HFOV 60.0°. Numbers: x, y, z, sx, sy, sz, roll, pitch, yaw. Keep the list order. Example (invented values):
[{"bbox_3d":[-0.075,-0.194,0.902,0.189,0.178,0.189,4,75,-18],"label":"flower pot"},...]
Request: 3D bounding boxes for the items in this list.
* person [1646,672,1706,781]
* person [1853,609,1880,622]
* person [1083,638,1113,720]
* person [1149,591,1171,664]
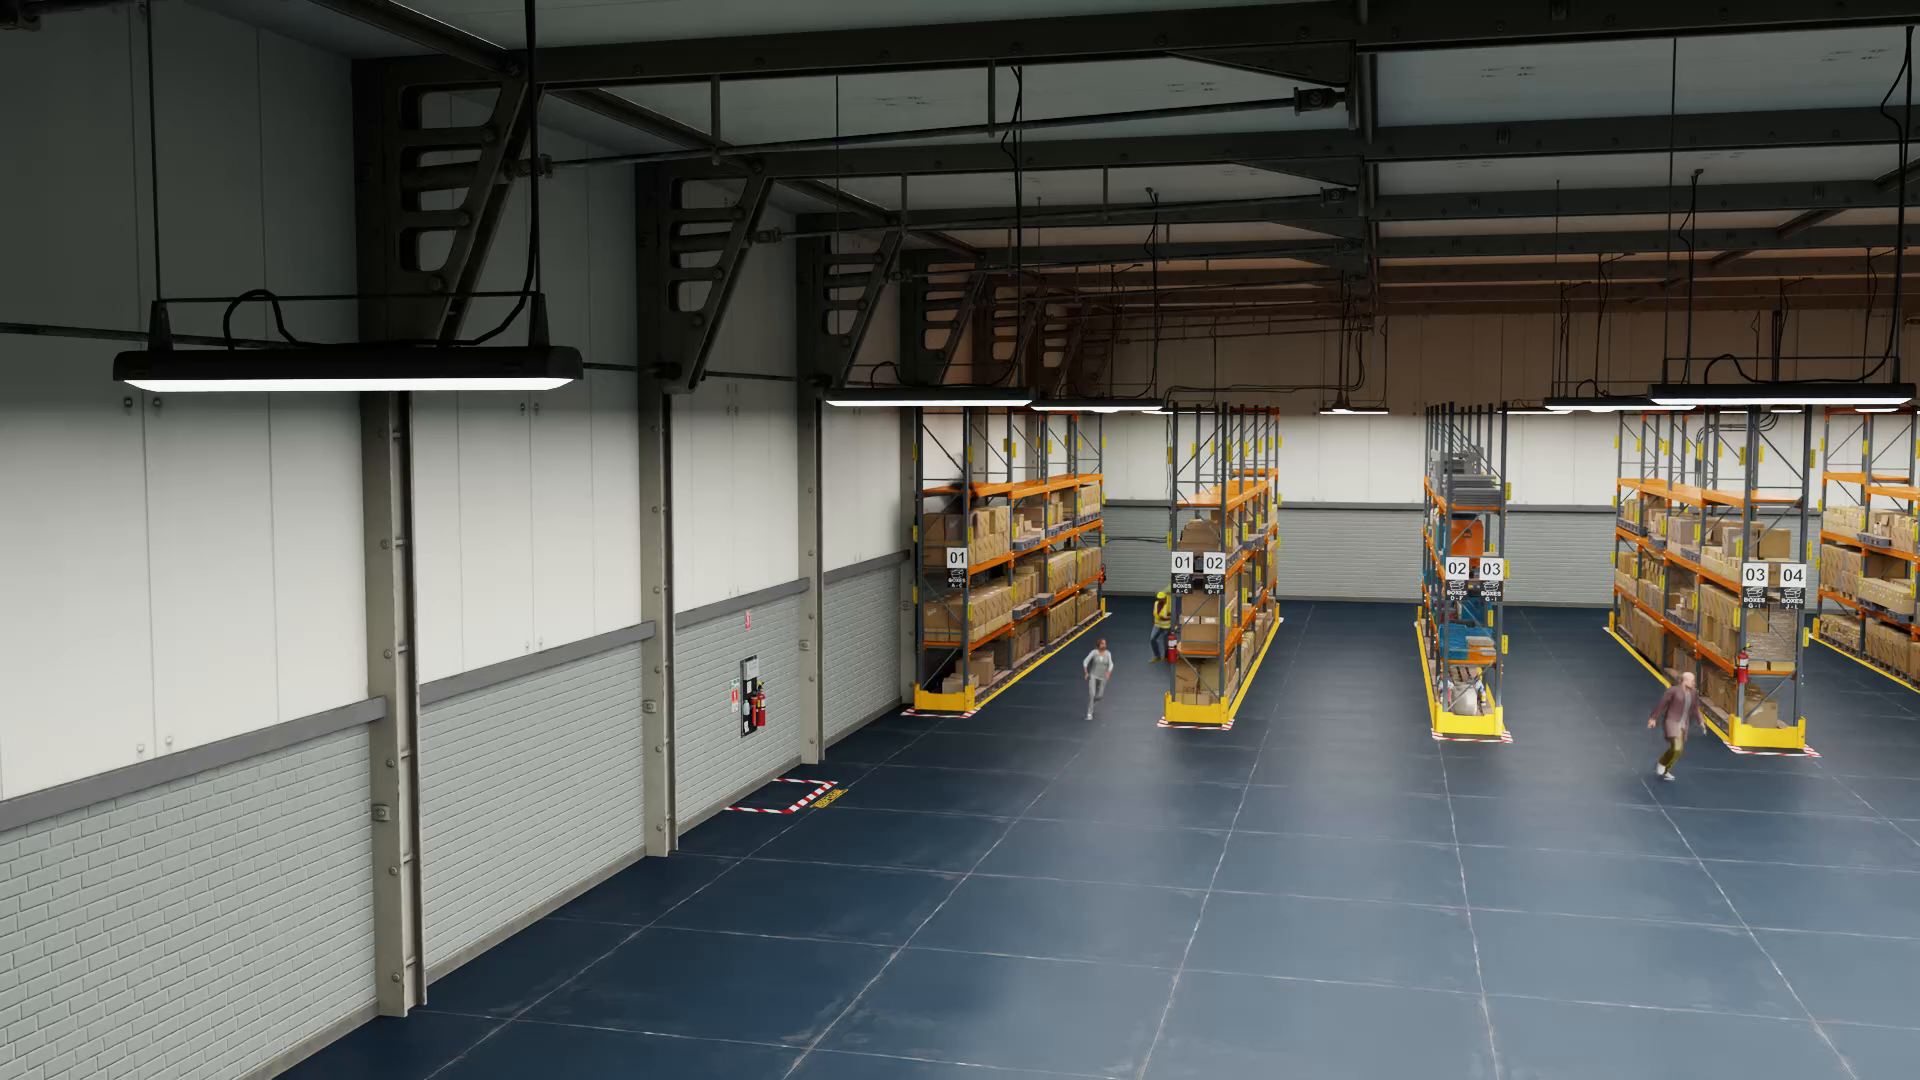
[{"bbox_3d":[11.296,2.961,26.175,0.698,1.670,0.708,-2,5,-26],"label":"person"},{"bbox_3d":[24.415,1.545,44.877,0.870,1.713,0.567,-1,4,-18],"label":"person"},{"bbox_3d":[2.623,2.625,31.635,0.579,1.537,0.573,0,4,-6],"label":"person"},{"bbox_3d":[4.742,2.016,38.591,0.666,1.691,0.961,2,5,30],"label":"person"}]
